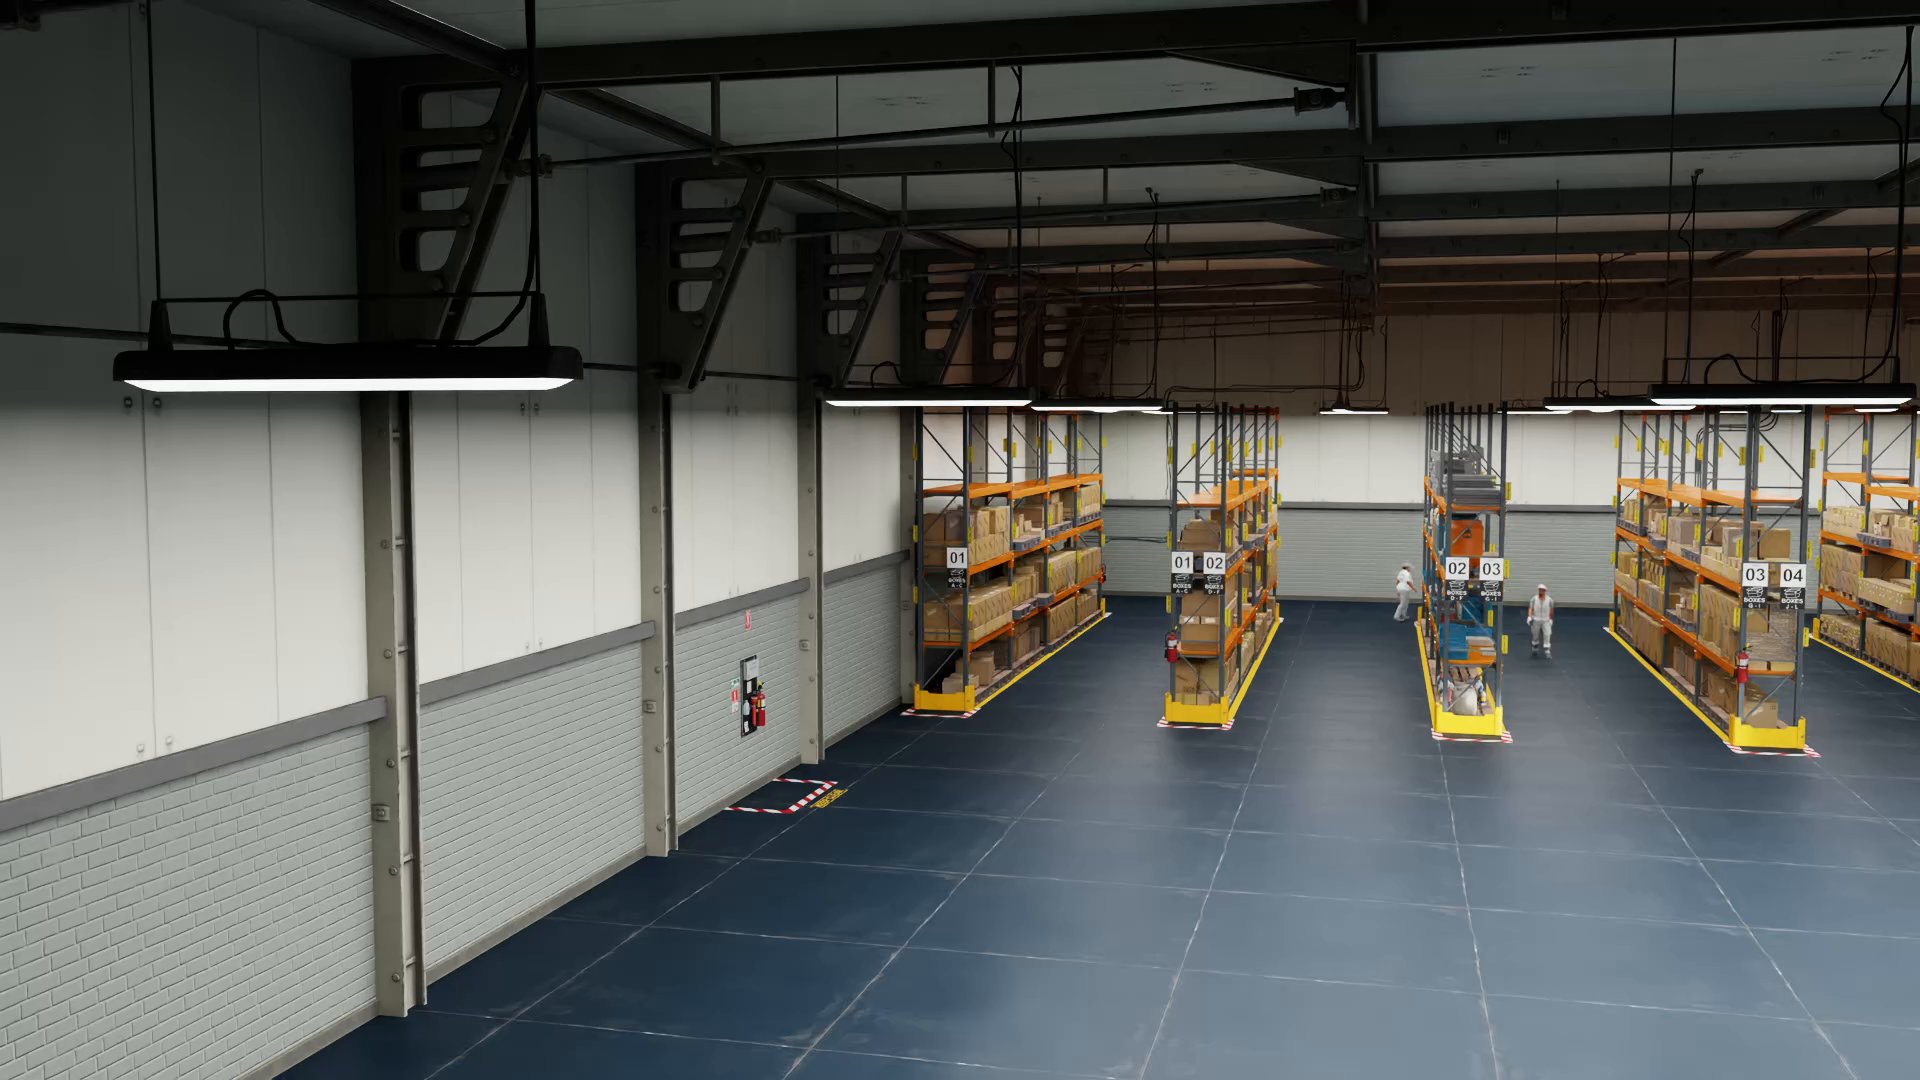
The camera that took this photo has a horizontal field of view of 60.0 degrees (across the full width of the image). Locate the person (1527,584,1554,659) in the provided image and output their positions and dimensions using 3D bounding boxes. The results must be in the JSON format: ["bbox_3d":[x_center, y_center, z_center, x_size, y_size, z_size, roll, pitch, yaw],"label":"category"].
[{"bbox_3d":[13.767,1.917,39.433,0.638,1.728,1.055,1,4,9],"label":"person"}]

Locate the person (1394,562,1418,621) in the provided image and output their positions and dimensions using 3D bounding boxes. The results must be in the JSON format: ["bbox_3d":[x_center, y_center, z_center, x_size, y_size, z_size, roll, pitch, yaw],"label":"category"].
[{"bbox_3d":[12.476,1.446,46.797,0.696,1.641,0.615,-1,4,-7],"label":"person"}]
